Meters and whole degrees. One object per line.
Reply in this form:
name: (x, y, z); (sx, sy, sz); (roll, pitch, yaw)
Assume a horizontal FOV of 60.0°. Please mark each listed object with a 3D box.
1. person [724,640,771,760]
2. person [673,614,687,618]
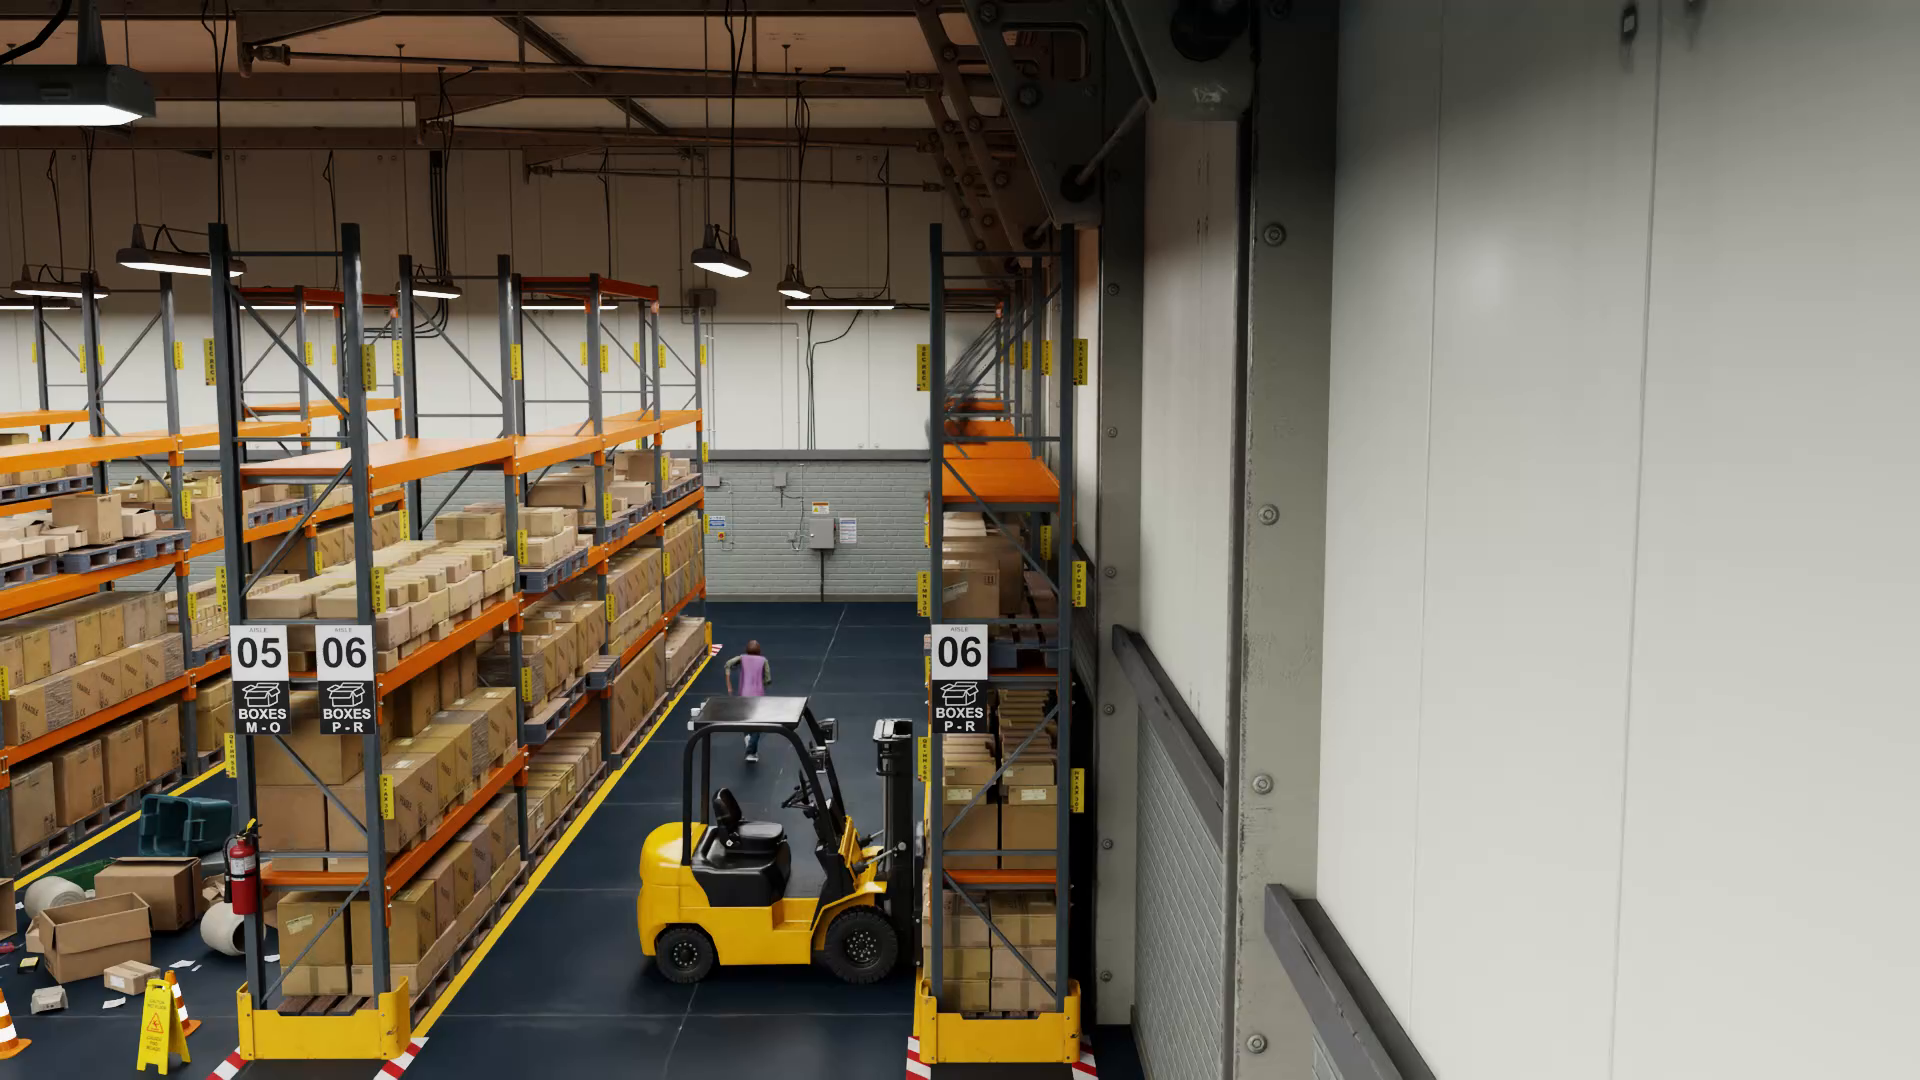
person: (-2.669, 2.011, 20.966); (0.570, 1.440, 0.828); (0, 7, -2)
person: (-5.222, 1.010, 29.050); (0.984, 1.584, 0.540); (0, 7, -4)
